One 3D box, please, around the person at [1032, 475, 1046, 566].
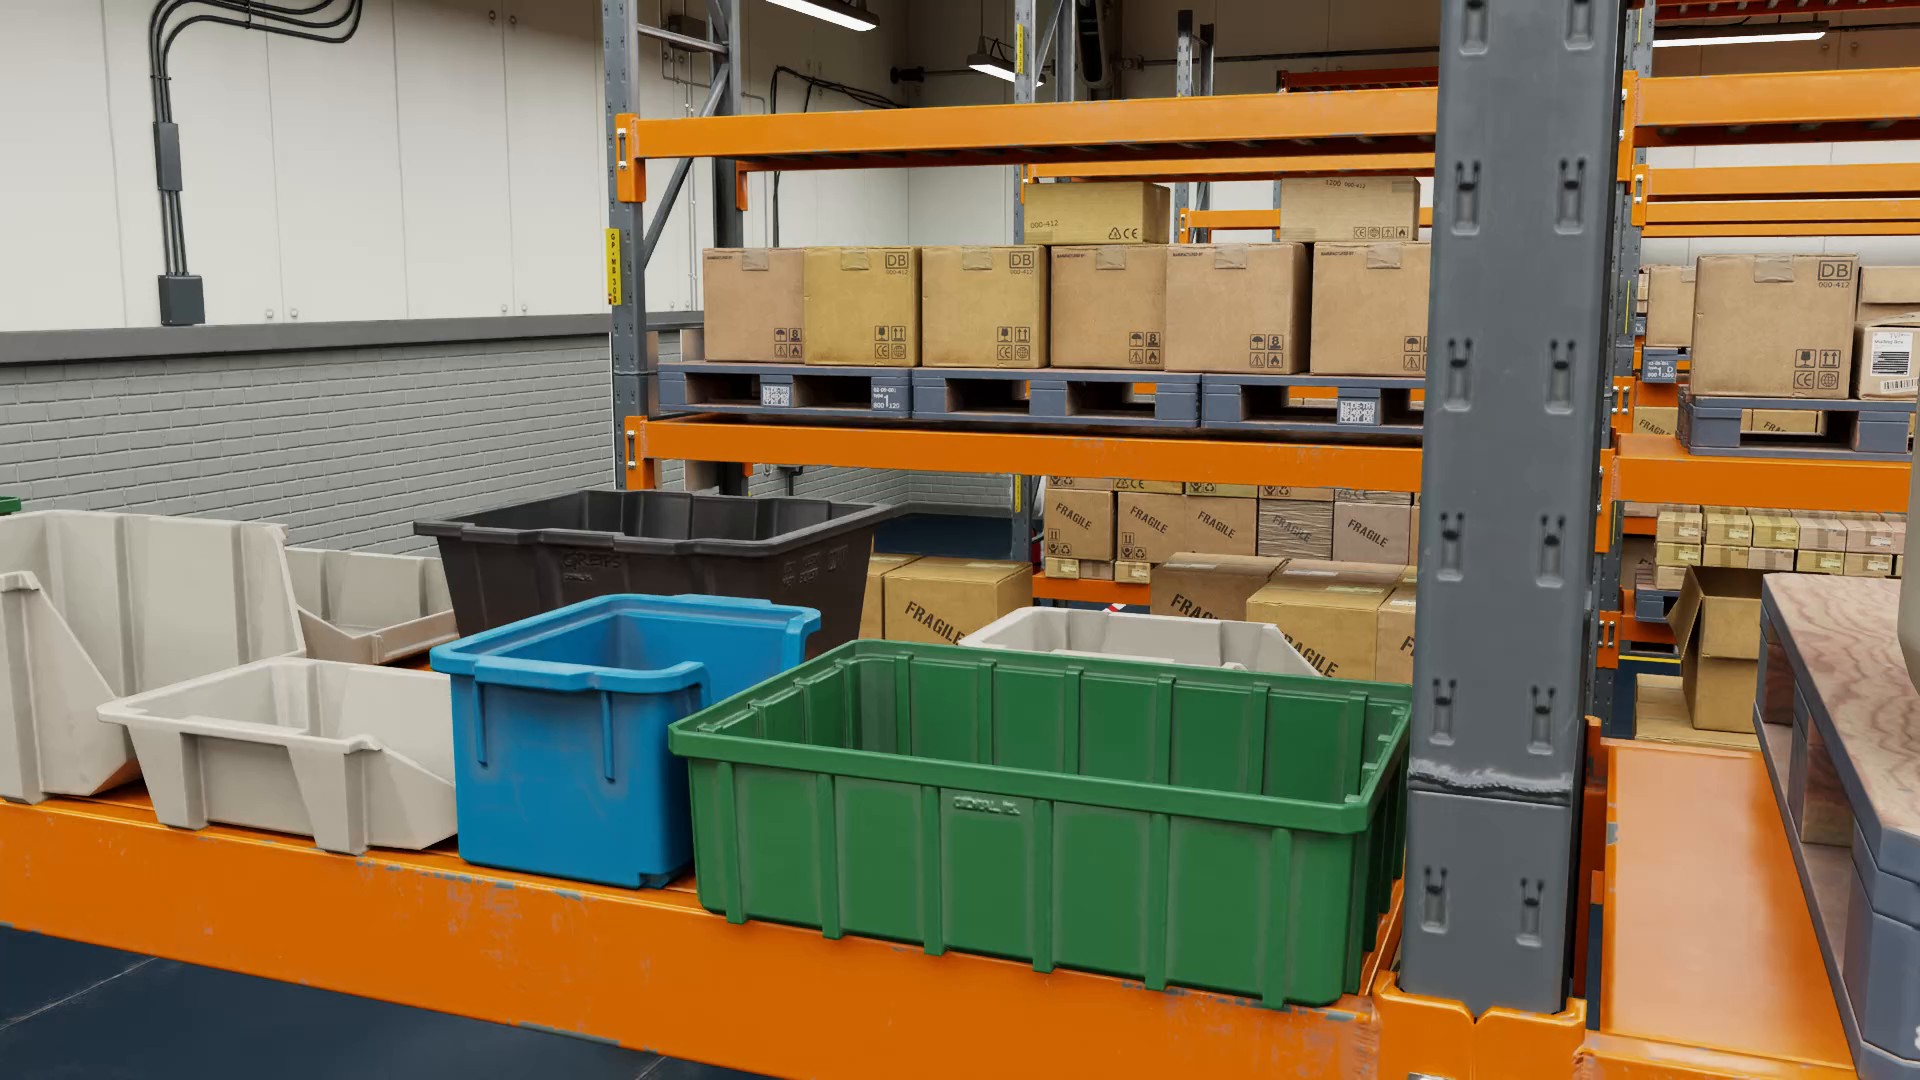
[{"bbox_3d":[0.886,-0.445,19.674,0.489,1.736,0.499,6,11,33],"label":"person"}]
